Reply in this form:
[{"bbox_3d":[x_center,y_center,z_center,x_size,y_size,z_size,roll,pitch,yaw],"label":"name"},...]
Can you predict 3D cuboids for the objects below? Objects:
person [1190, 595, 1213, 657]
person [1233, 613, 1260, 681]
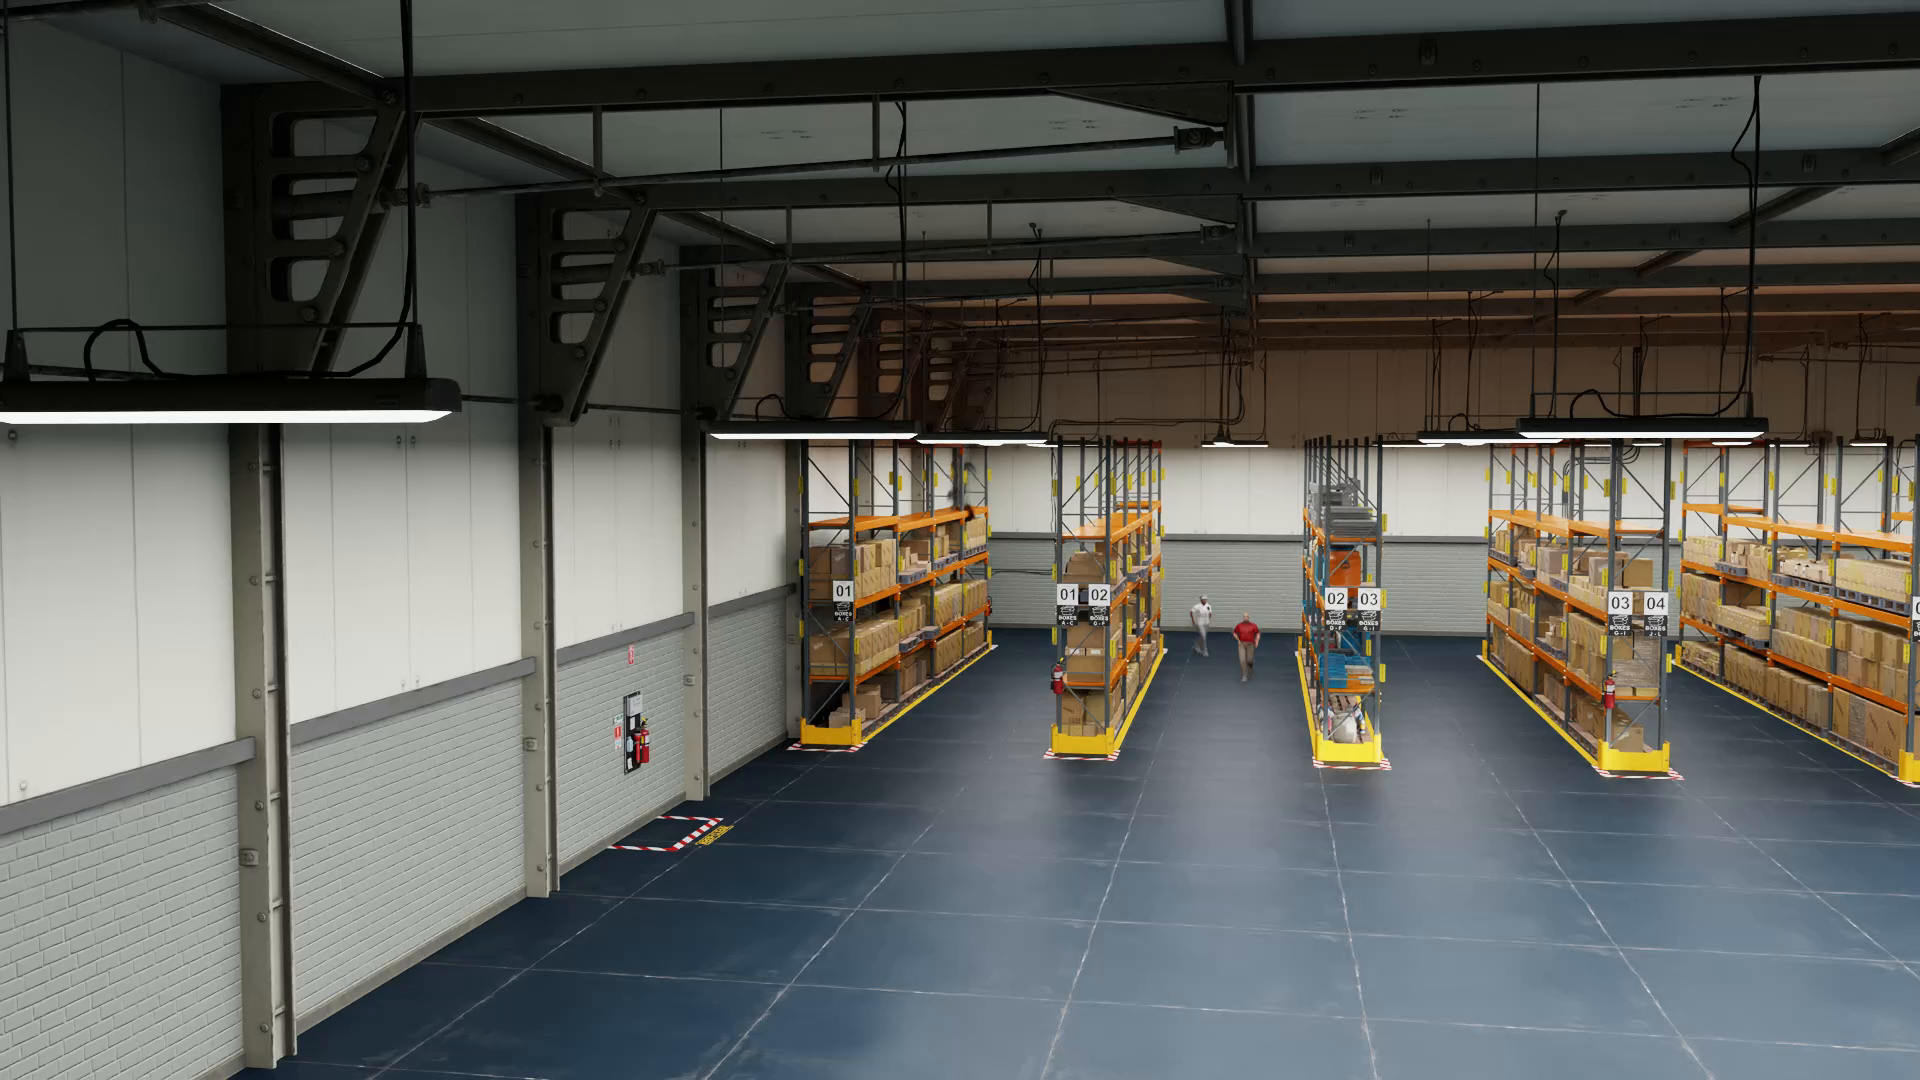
[{"bbox_3d":[6.792,2.365,46.496,0.608,1.702,0.917,-1,3,-21],"label":"person"},{"bbox_3d":[7.124,2.655,41.391,0.665,1.688,0.603,1,3,13],"label":"person"}]
